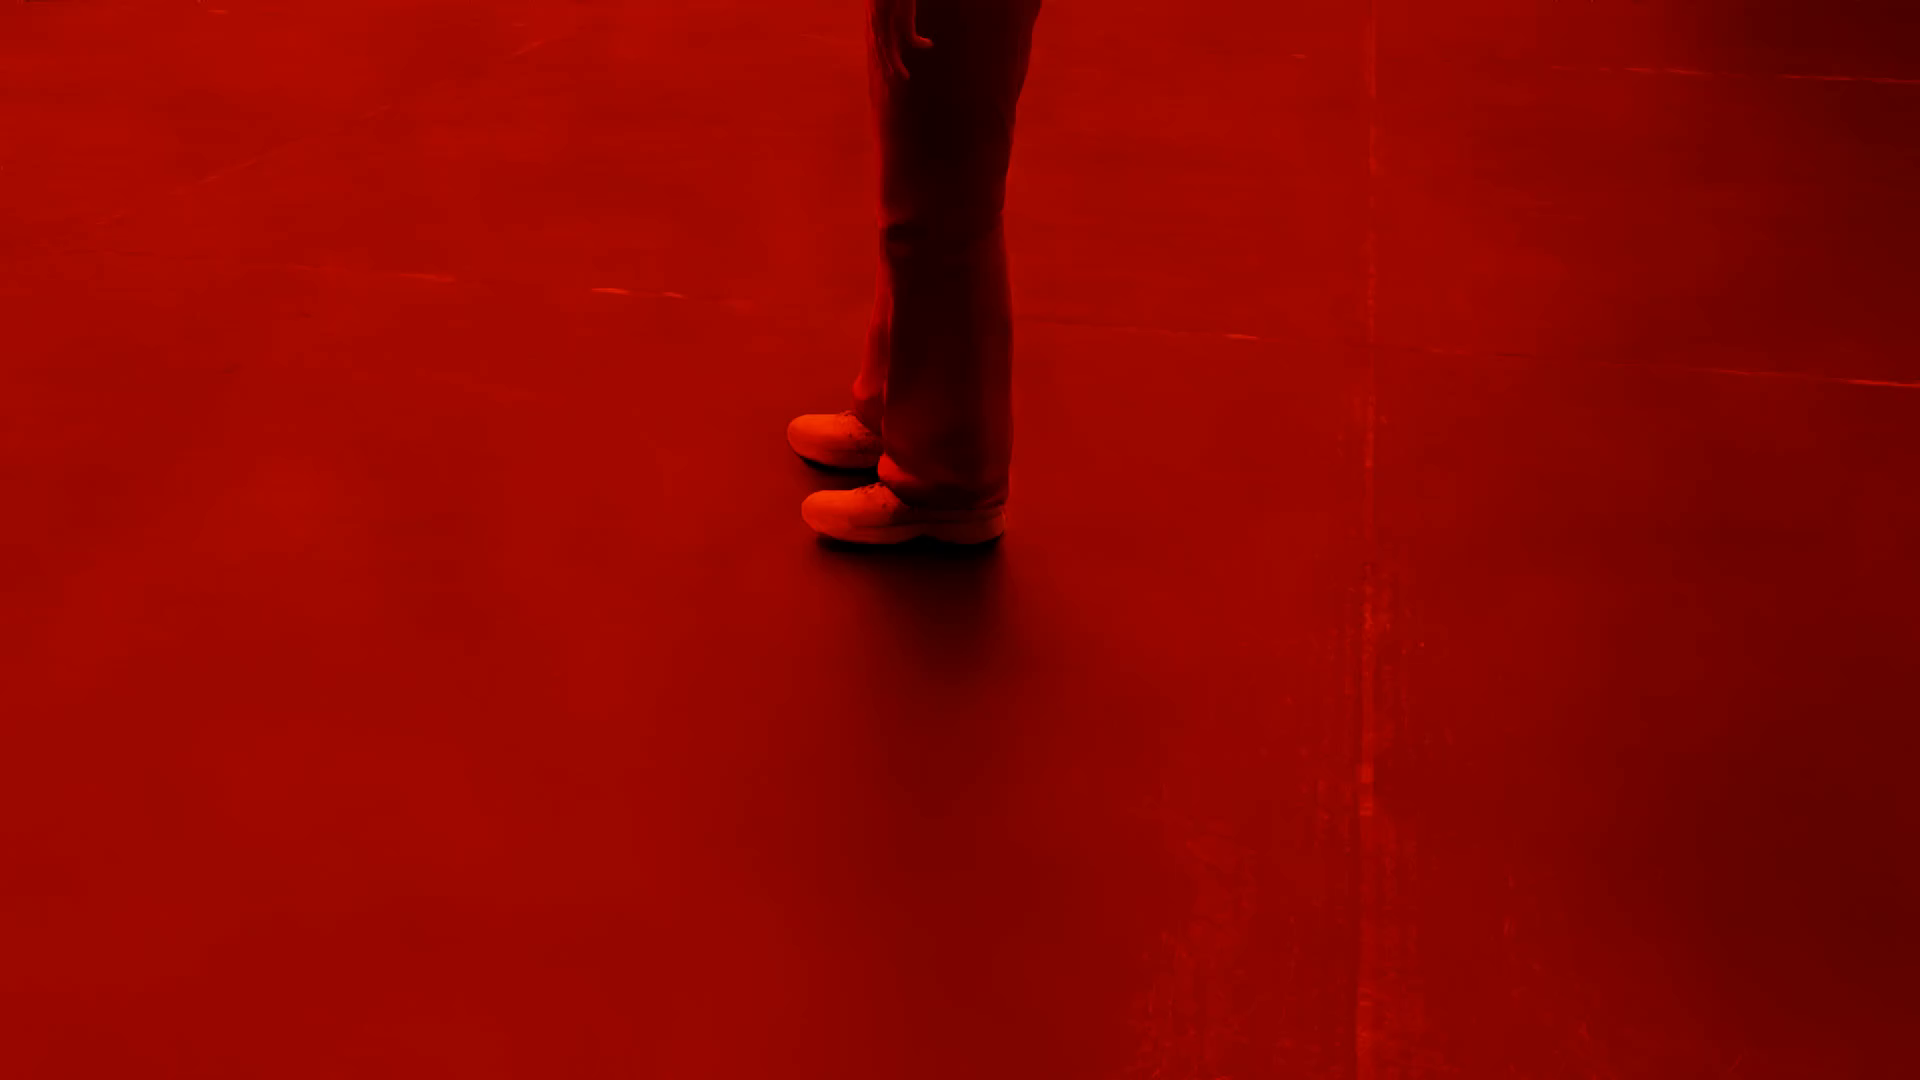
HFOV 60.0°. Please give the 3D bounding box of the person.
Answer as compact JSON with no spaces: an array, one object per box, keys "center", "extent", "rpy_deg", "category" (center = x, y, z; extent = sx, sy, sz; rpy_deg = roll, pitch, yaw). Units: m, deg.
[{"center":[-0.070,-0.767,2.143],"extent":[0.548,1.674,0.554],"rpy_deg":[6,27,11],"category":"person"}]
